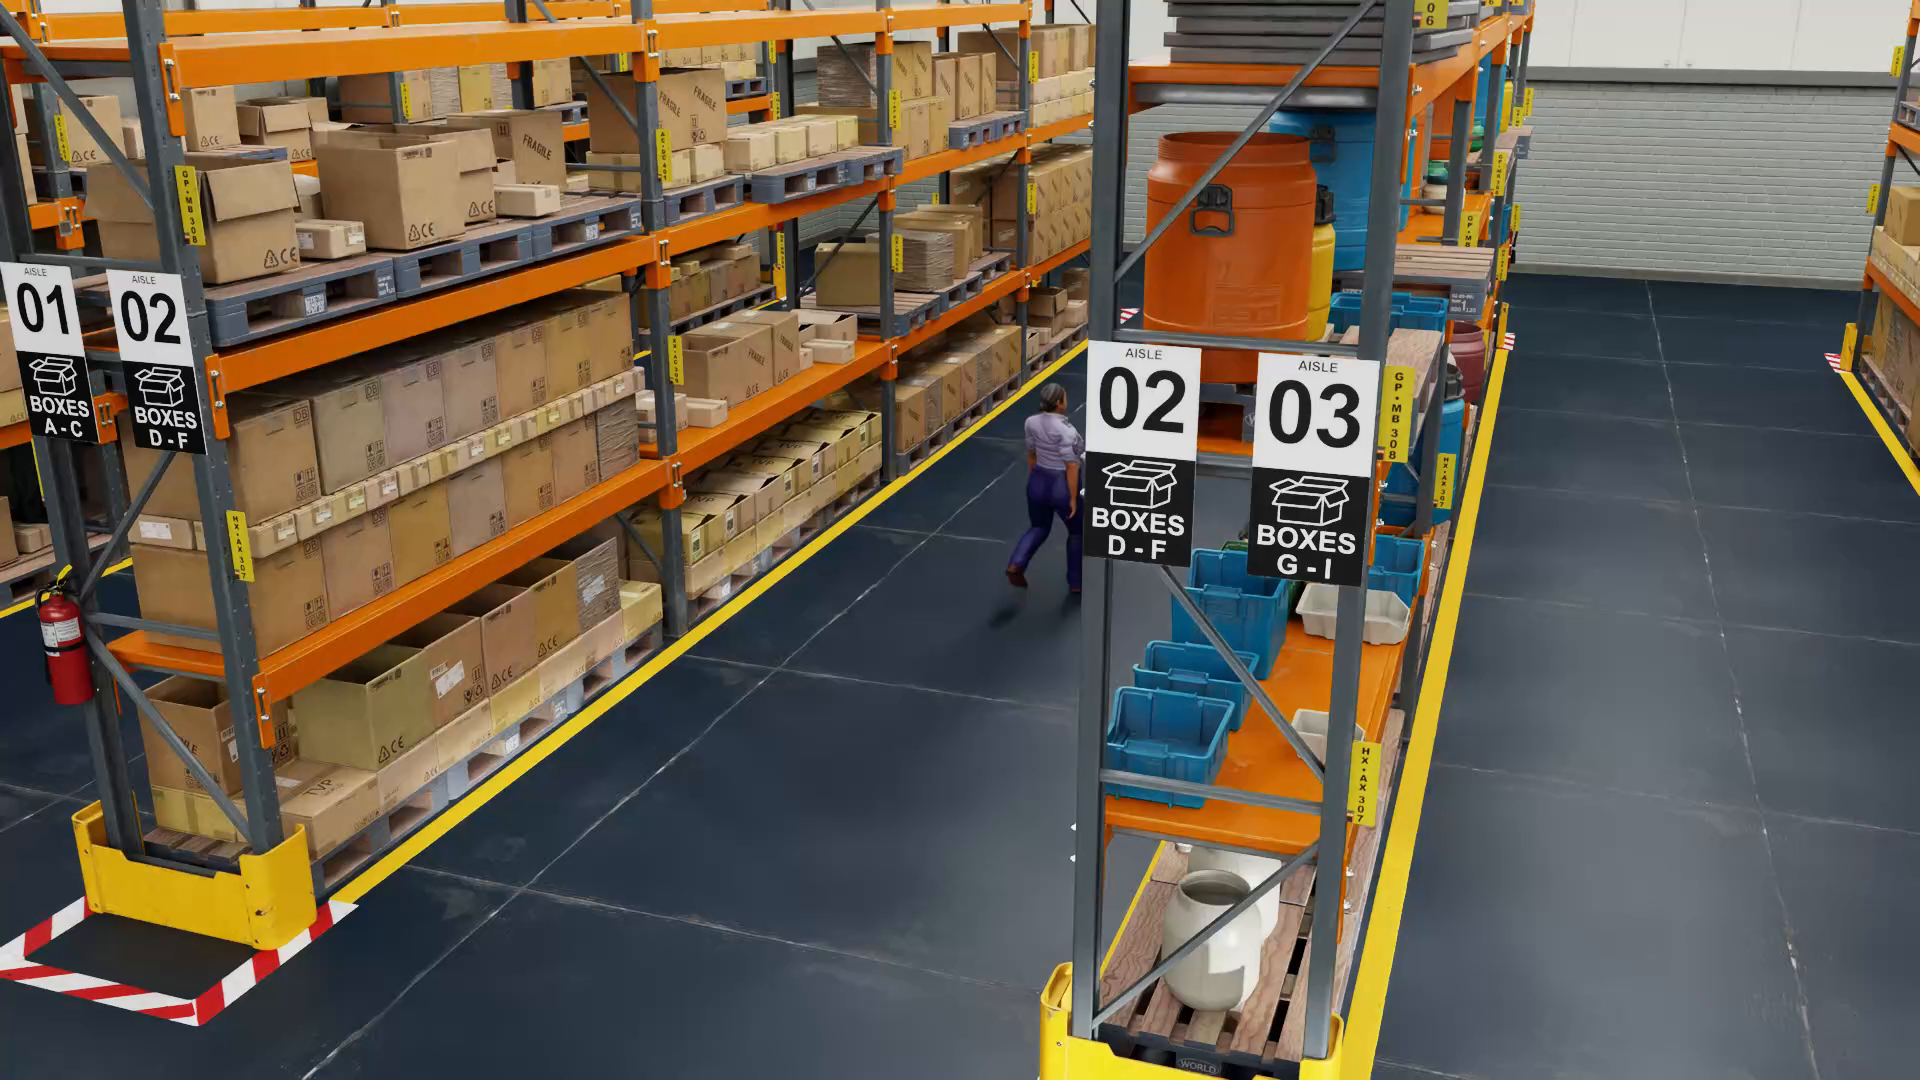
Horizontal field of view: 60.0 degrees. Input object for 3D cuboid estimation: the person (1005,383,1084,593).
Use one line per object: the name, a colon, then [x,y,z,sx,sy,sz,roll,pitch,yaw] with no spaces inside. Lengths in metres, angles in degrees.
person: [0.703,-0.374,12.132,0.489,1.617,0.757,14,23,35]
